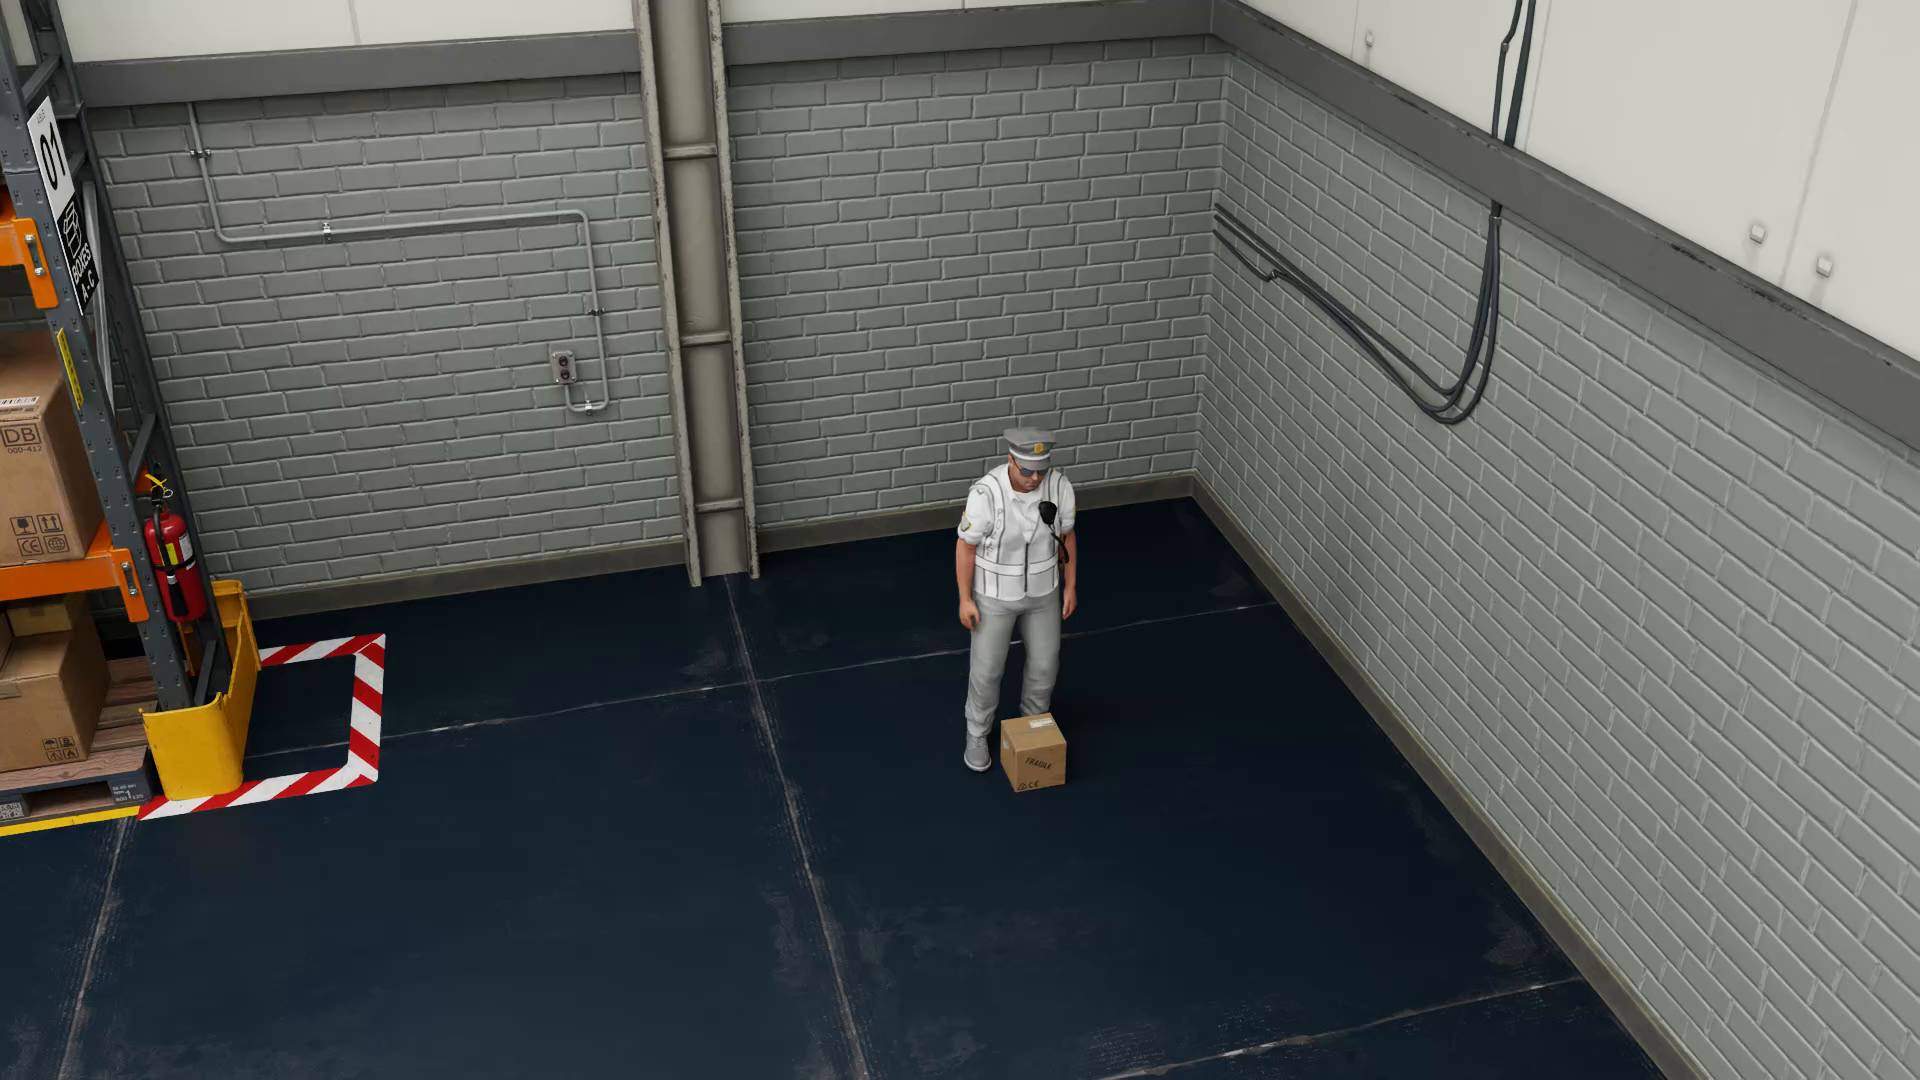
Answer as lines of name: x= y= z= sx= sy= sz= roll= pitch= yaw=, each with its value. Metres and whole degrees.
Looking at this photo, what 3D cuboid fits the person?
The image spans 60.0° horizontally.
person: x=0.266 y=0.238 z=7.822 sx=0.586 sy=1.748 sz=0.439 roll=-8 pitch=31 yaw=-13
